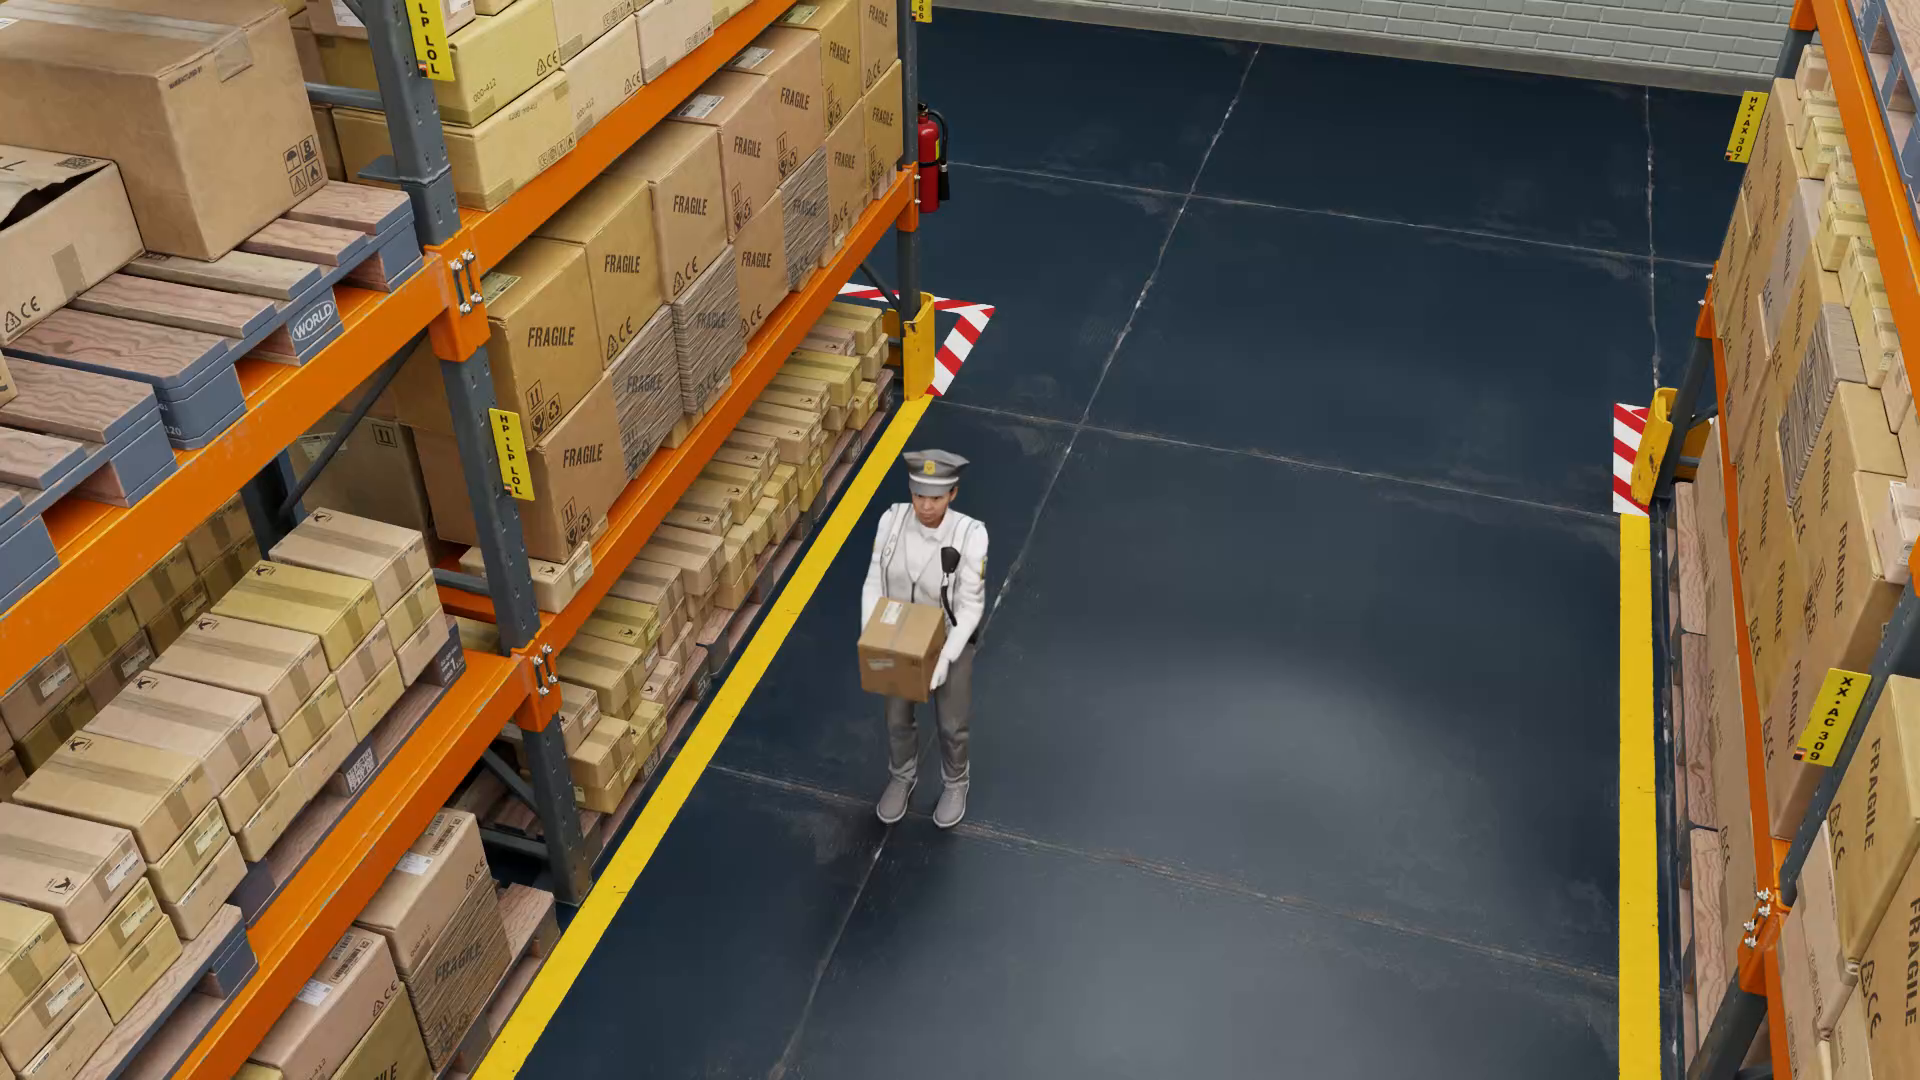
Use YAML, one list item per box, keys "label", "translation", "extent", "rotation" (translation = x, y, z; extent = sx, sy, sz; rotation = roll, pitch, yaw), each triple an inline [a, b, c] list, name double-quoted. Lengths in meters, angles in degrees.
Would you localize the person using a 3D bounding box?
- label: "person"
  translation: [-0.144, 0.416, 6.318]
  extent: [0.469, 1.690, 0.550]
  rotation: [11, 39, 14]
